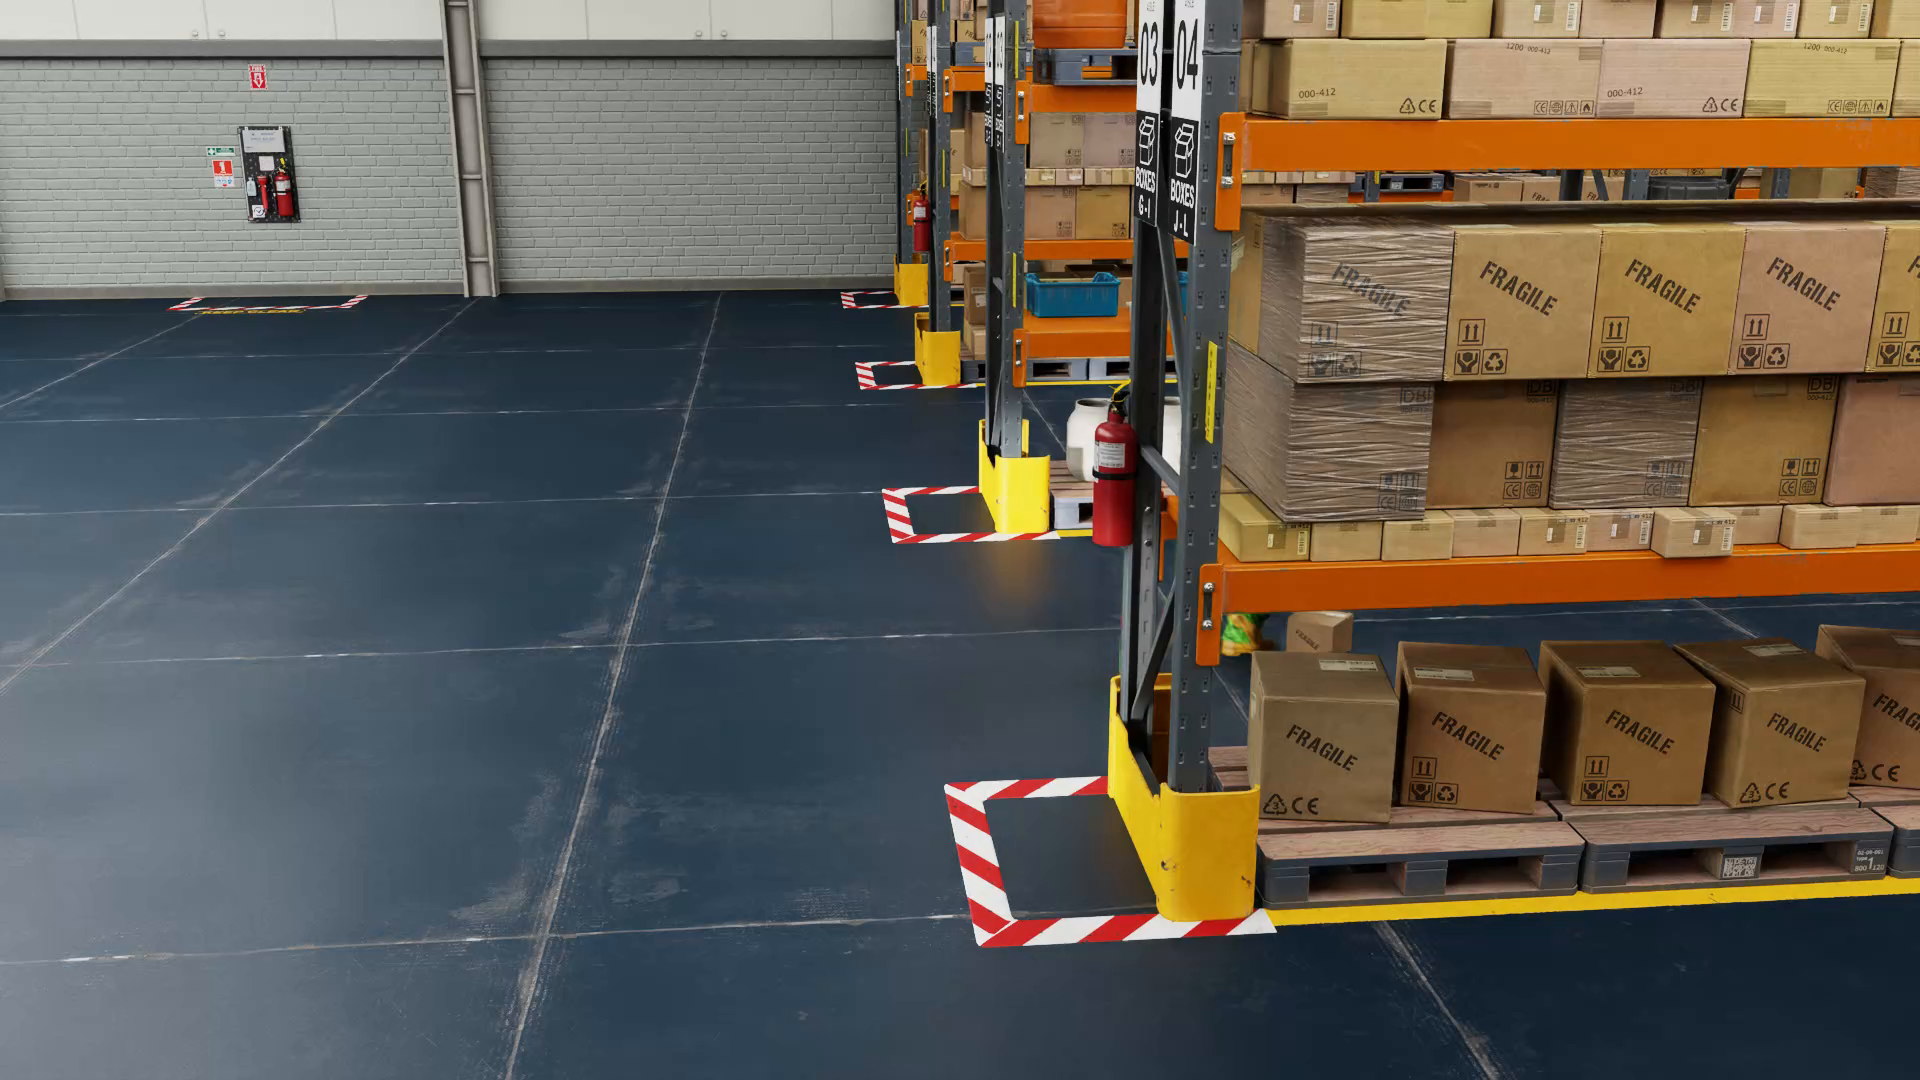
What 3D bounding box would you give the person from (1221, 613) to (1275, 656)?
[{"bbox_3d":[1.647,-0.227,8.403,0.606,1.701,0.746,-4,17,-12],"label":"person"}]
